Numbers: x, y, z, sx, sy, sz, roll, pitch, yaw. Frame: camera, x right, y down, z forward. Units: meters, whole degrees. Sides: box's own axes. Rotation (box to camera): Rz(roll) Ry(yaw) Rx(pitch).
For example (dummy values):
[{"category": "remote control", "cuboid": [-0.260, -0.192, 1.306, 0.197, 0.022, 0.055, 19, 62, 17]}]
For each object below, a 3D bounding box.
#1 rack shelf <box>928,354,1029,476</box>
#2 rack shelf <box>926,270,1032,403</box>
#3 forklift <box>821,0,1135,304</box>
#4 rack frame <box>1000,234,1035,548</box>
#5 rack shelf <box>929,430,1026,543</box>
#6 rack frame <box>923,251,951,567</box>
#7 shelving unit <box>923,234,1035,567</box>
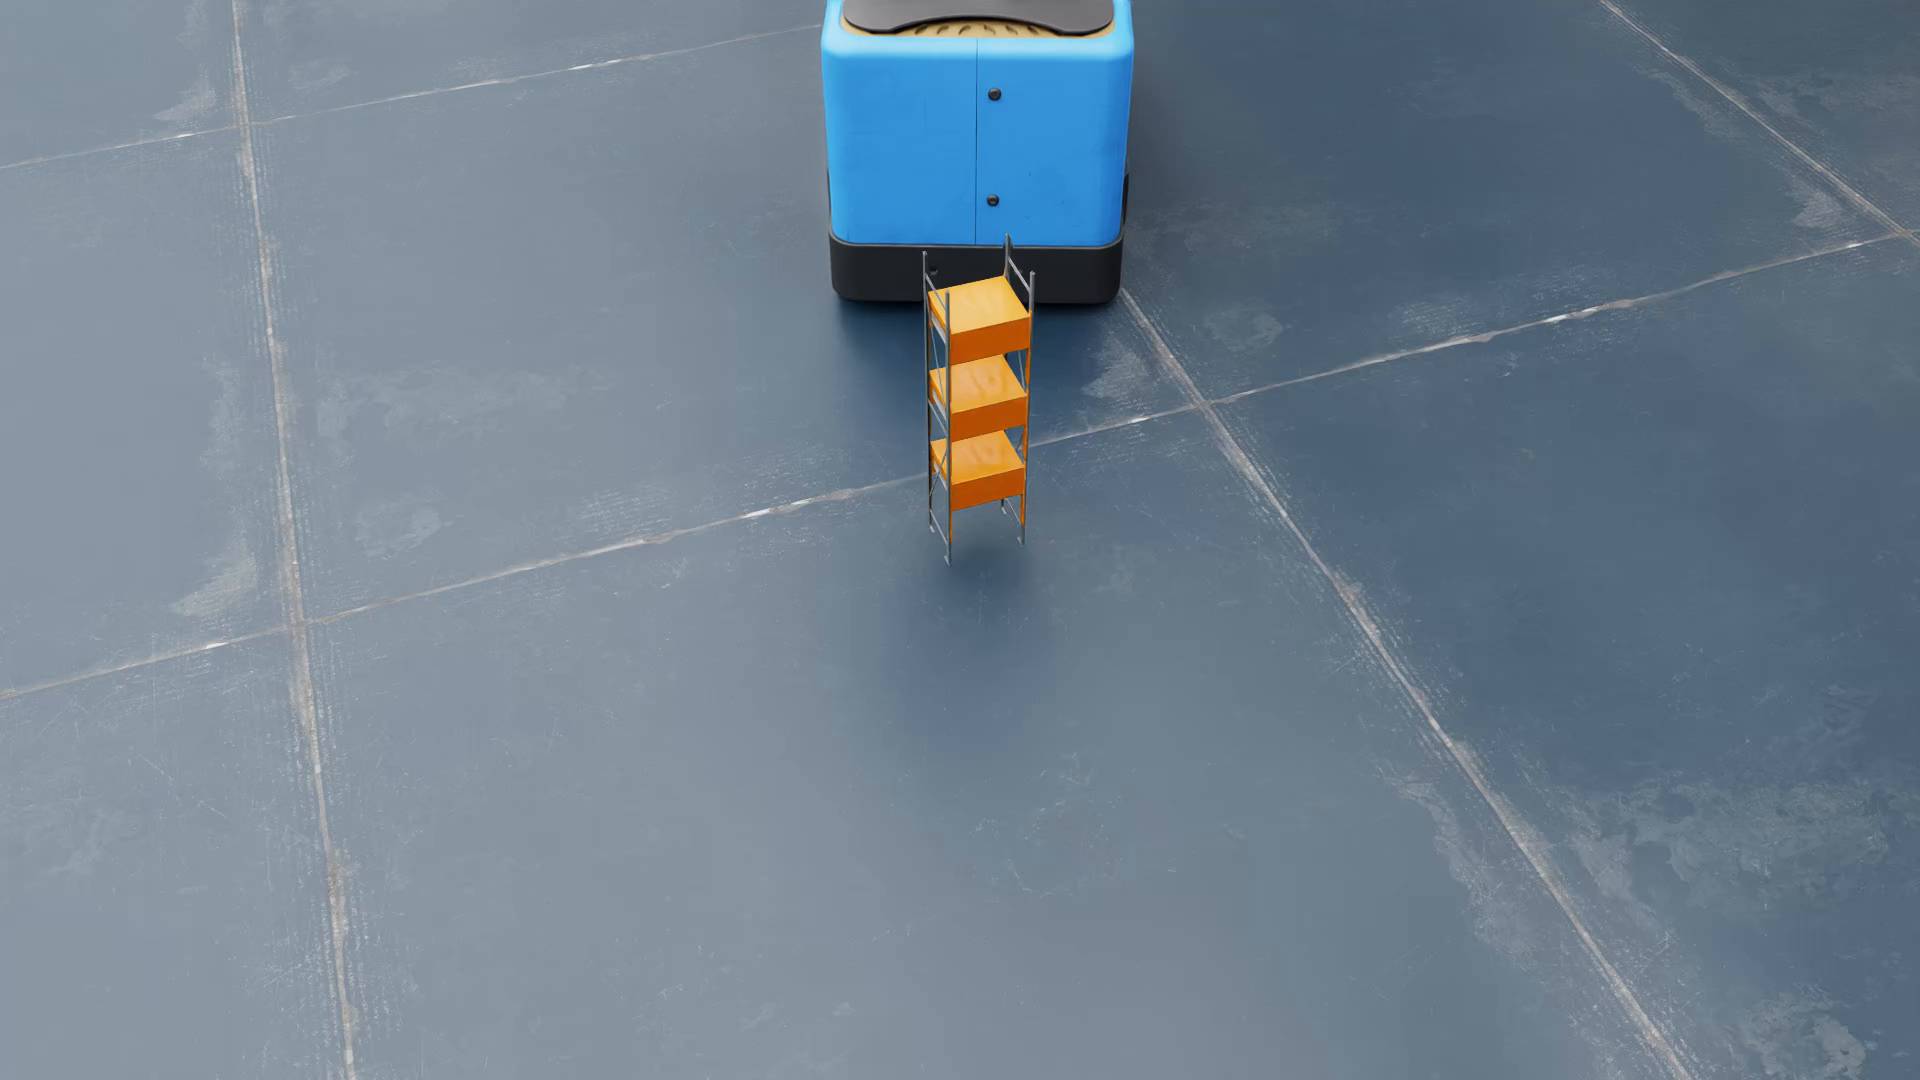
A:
[{"category": "rack shelf", "cuboid": [0.050, -0.376, 4.898, 0.240, 0.259, 0.215, -14, 47, -14]}, {"category": "rack shelf", "cuboid": [0.050, -0.576, 4.697, 0.240, 0.259, 0.215, -14, 47, -14]}, {"category": "forklift", "cuboid": [0.090, -2.914, 6.085, 1.130, 2.935, 3.031, 1, 45, 1]}, {"category": "rack frame", "cuboid": [0.165, -0.413, 4.920, 0.008, 1.050, 0.200, -14, 47, -14]}, {"category": "rack shelf", "cuboid": [0.050, -0.180, 5.095, 0.240, 0.259, 0.215, -14, 47, -14]}, {"category": "rack frame", "cuboid": [-0.064, -0.354, 4.862, 0.008, 1.050, 0.200, -14, 47, -14]}, {"category": "shelving unit", "cuboid": [0.050, -0.383, 4.891, 0.252, 1.050, 0.215, -14, 47, -14]}]
